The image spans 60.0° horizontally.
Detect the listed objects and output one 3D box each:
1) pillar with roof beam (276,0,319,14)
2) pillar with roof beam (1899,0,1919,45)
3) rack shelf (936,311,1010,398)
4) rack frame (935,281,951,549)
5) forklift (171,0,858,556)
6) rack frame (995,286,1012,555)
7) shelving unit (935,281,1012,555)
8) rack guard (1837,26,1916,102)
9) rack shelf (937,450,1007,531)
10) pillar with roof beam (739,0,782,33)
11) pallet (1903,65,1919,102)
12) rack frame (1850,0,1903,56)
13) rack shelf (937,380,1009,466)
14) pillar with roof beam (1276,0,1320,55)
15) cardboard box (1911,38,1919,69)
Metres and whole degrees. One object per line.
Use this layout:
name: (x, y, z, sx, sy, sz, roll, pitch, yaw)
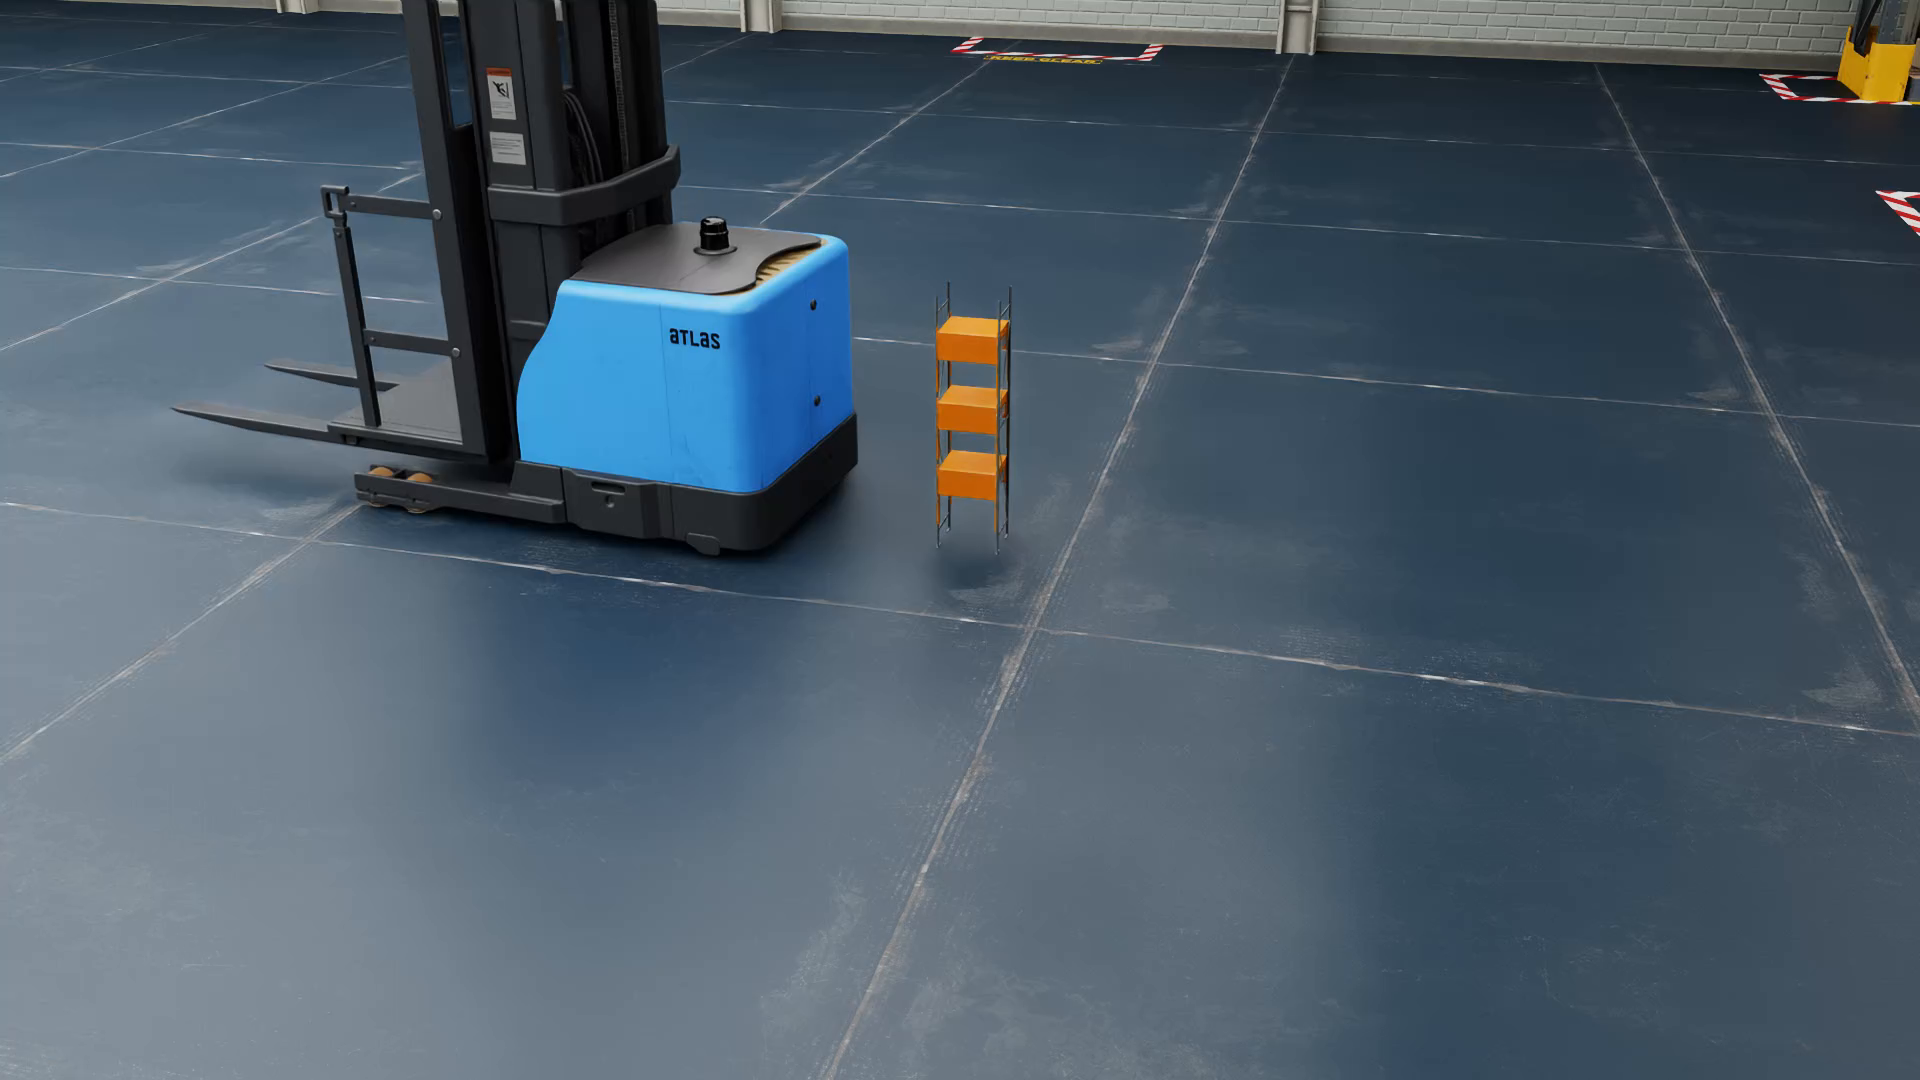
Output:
pillar with roof beam: (-9.140, -8.722, 14.602, 0.400, 9.000, 9.100, 6, 26, 13)
pillar with roof beam: (8.293, -6.795, 10.554, 0.400, 9.000, 9.100, 6, 26, 13)
rack shelf: (0.052, -0.715, 6.395, 0.240, 0.259, 0.215, 6, 26, 13)
rack frame: (-0.066, -0.481, 6.540, 0.008, 1.050, 0.200, 6, 26, 13)
forklift: (-2.021, -1.635, 6.775, 3.031, 2.935, 1.130, 9, 27, 18)
rack frame: (0.170, -0.455, 6.485, 0.008, 1.050, 0.200, 6, 26, 13)
shelving unit: (0.052, -0.468, 6.512, 0.252, 1.050, 0.215, 6, 26, 13)
rack guard: (8.545, -4.457, 15.529, 0.348, 0.500, 1.175, 6, 26, 13)
rack shelf: (0.052, -0.208, 6.636, 0.240, 0.259, 0.215, 6, 26, 13)
pillar with roof beam: (-3.329, -8.080, 13.253, 0.400, 9.000, 9.100, 6, 26, 13)
pallet: (9.323, -4.225, 15.378, 1.213, 0.211, 1.003, 6, 26, 13)
rack frame: (8.471, -5.593, 15.009, 0.127, 3.000, 1.000, 6, 26, 13)
rack shelf: (0.052, -0.459, 6.517, 0.240, 0.259, 0.215, 6, 26, 13)
pillar with roof beam: (2.482, -7.437, 11.903, 0.400, 9.000, 9.100, 6, 26, 13)
cardboard box: (9.119, -4.467, 15.258, 0.500, 0.311, 0.500, 3, 26, 7)
